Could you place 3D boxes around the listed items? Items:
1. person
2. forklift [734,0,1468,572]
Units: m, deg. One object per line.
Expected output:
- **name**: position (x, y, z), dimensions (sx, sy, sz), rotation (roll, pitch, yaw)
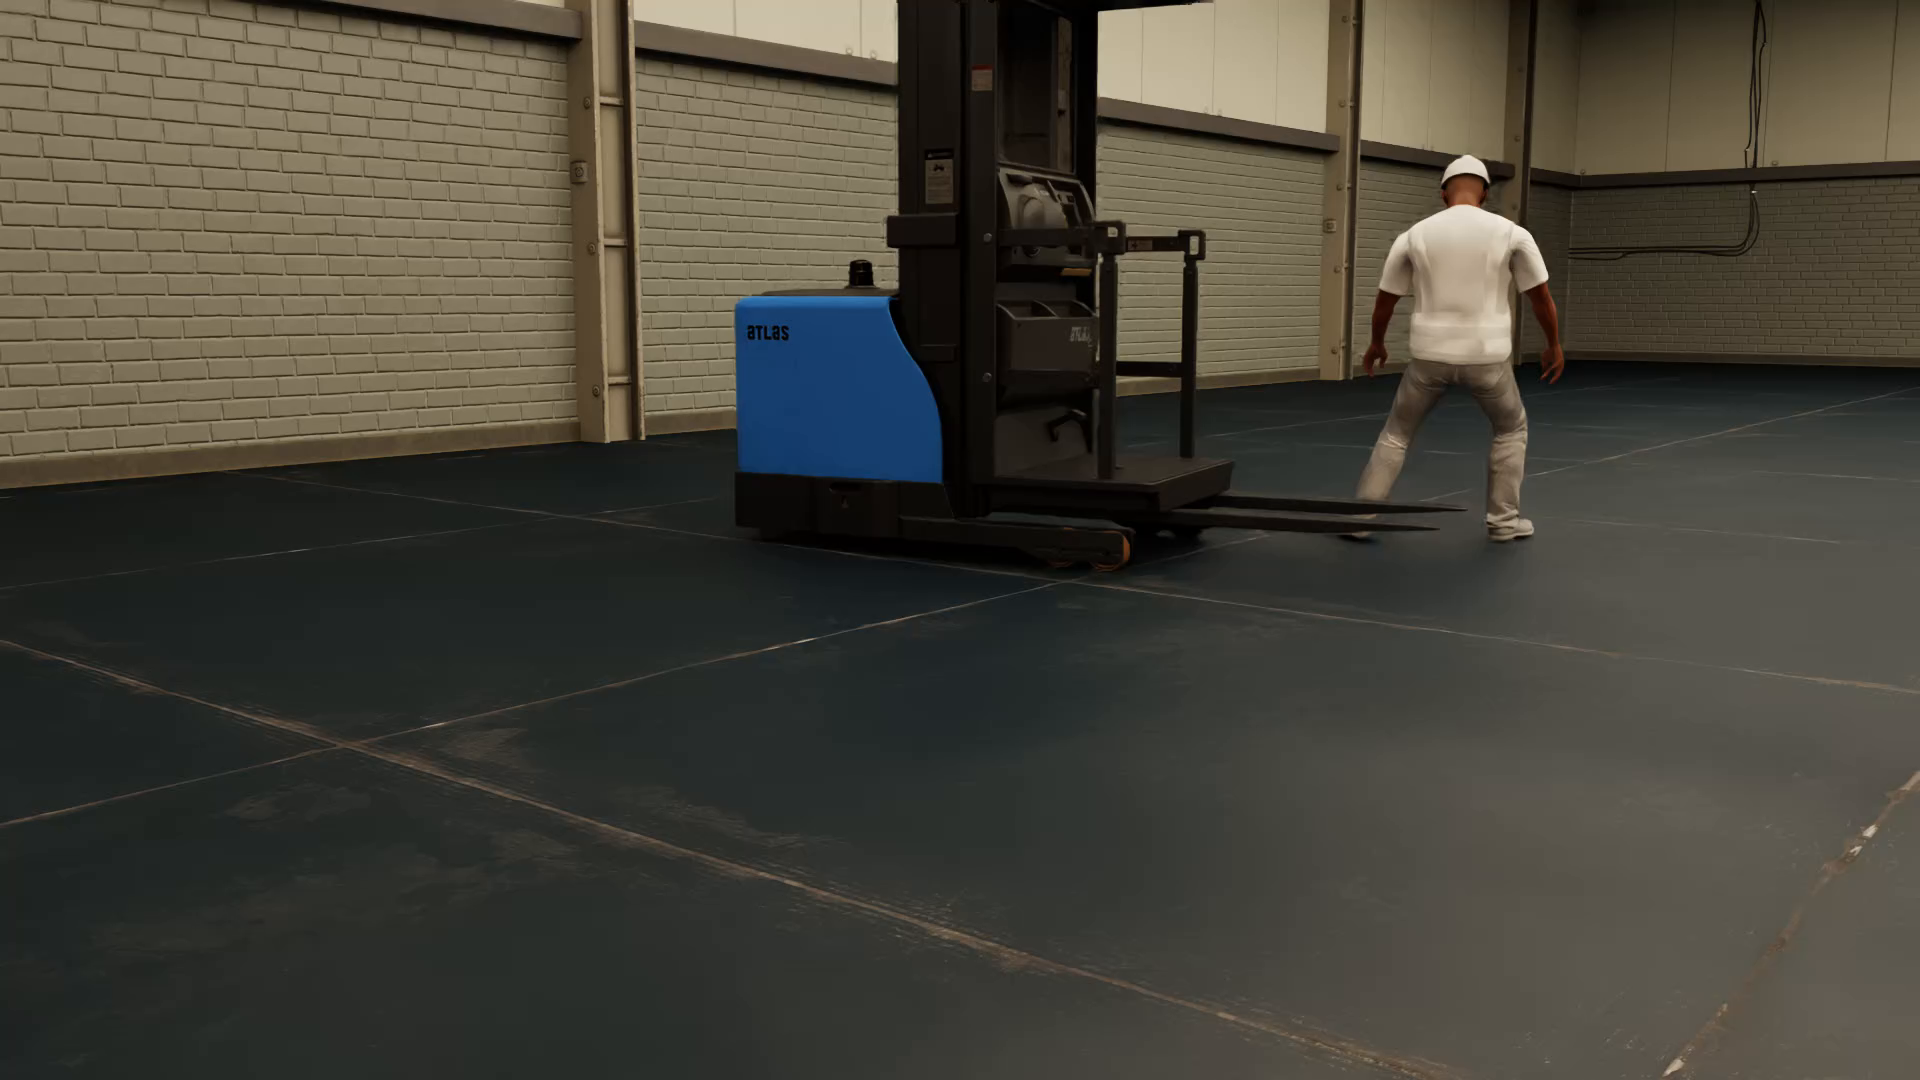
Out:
- **person**: position (2.151, -0.834, 7.338), dimensions (0.972, 1.680, 0.547), rotation (4, 9, 23)
- **forklift**: position (0.556, -1.412, 6.935), dimensions (3.031, 2.935, 1.130), rotation (4, 9, 26)
